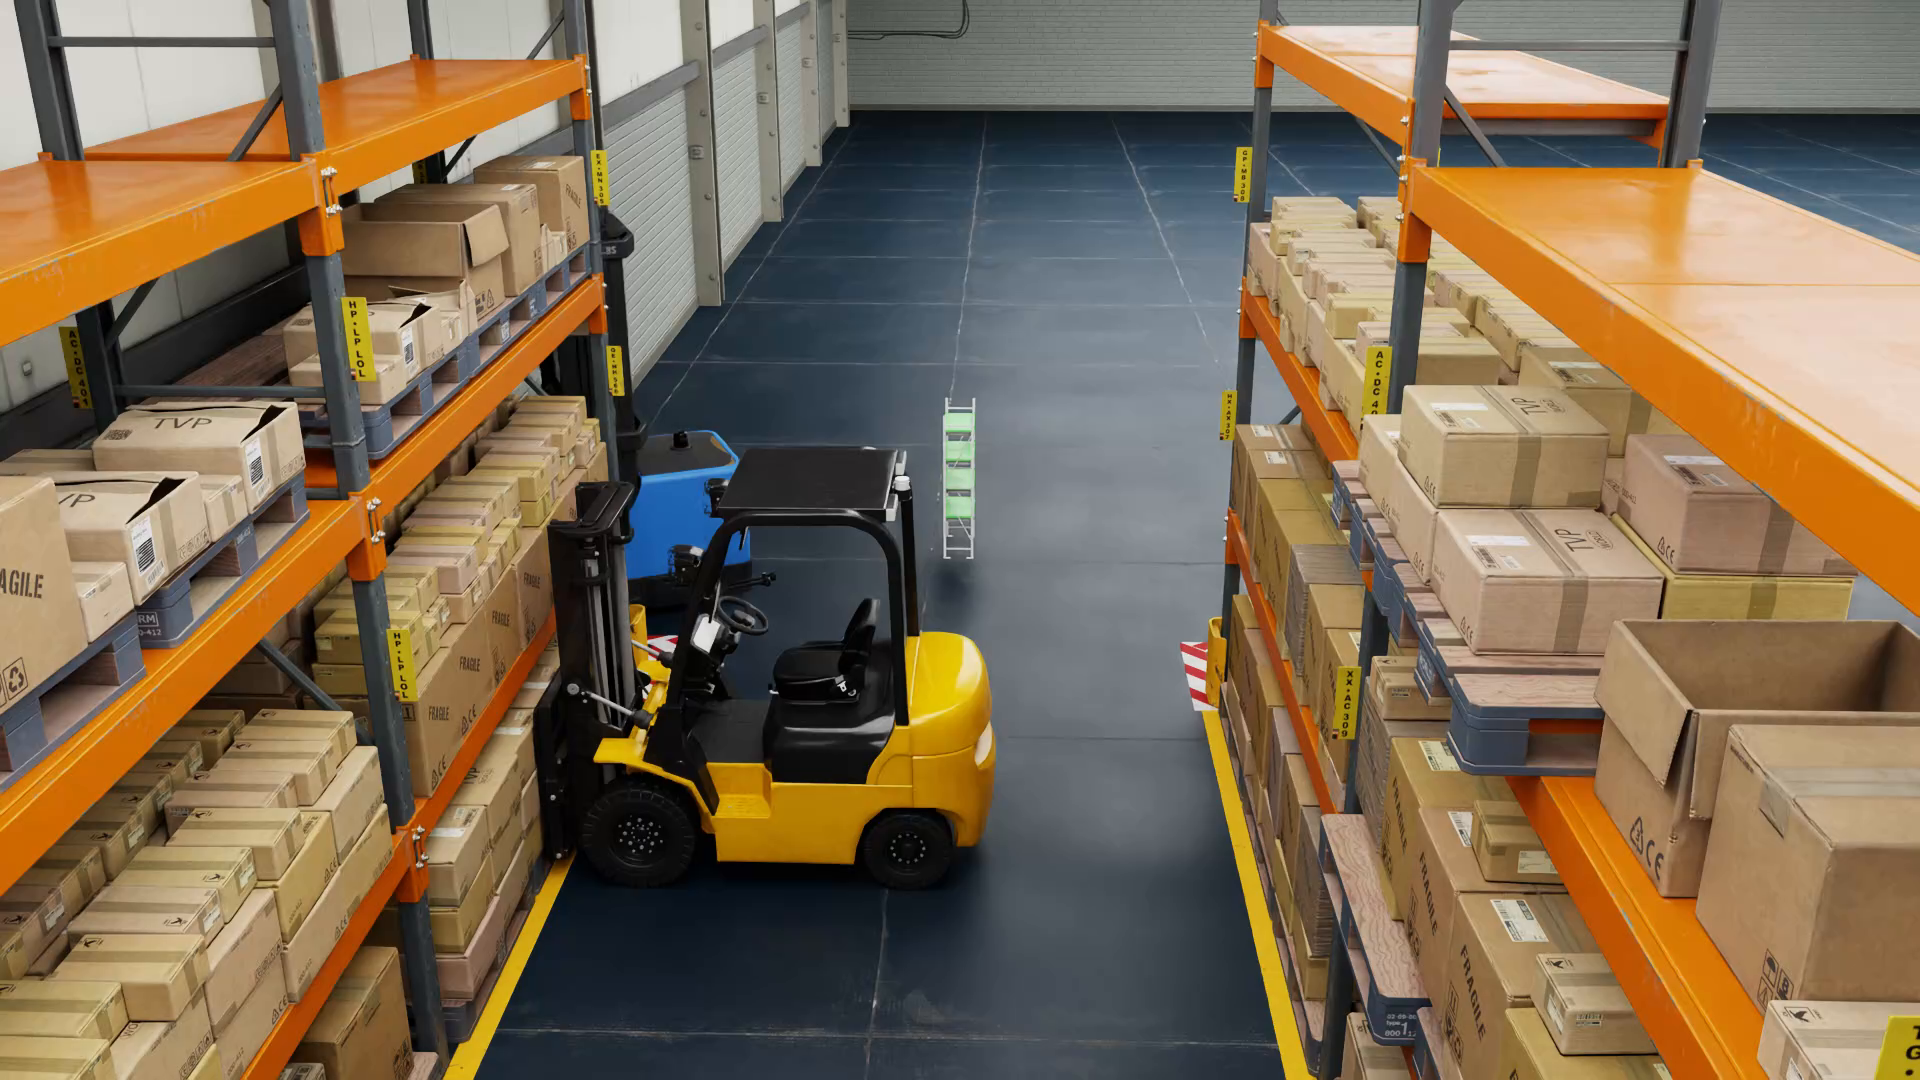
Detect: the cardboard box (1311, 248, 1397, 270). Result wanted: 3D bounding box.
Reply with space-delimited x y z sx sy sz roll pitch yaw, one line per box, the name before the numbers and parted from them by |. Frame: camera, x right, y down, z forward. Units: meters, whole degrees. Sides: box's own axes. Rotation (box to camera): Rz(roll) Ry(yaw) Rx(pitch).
cardboard box | 1.948 -1.352 8.258 0.380 0.149 0.250 1 21 3

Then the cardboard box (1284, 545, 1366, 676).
cardboard box | 1.904 0.349 8.228 0.500 0.500 0.500 1 21 3

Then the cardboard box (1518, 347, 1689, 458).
cardboard box | 2.228 -0.475 5.689 0.500 0.250 0.500 1 21 3

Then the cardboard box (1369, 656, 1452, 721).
cardboard box | 1.751 0.554 6.221 0.380 0.149 0.250 1 21 1

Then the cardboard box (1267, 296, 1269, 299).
cardboard box | 1.987 -1.444 9.598 0.380 0.149 0.250 0 21 0

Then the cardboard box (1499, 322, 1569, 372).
cardboard box | 2.433 -0.786 6.801 0.380 0.149 0.250 1 21 3

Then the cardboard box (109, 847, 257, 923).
cardboard box | -2.627 1.167 5.633 0.380 0.149 0.250 0 21 0

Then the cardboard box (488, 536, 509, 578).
cardboard box | -2.503 0.094 8.398 0.380 0.149 0.250 0 21 0

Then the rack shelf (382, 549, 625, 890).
rack shelf | -2.782 0.630 9.046 1.077 0.370 4.000 1 21 2

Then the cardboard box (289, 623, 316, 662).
cardboard box | -3.117 0.459 7.458 0.380 0.149 0.250 0 21 0

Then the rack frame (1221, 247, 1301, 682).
rack frame | 2.240 -0.375 10.642 1.000 3.000 0.127 1 21 2

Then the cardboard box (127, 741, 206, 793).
cardboard box | -3.129 0.890 6.347 0.380 0.149 0.250 0 21 0

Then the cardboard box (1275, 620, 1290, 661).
cardboard box | 1.861 0.516 8.694 0.380 0.149 0.250 1 21 2

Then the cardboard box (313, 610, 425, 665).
cardboard box | -2.537 0.418 7.151 0.380 0.149 0.250 1 21 3

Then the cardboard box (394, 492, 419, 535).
cardboard box | -3.025 -0.142 8.596 0.380 0.149 0.250 1 21 3

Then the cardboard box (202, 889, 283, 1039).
cardboard box | -2.632 1.406 5.568 0.500 0.250 0.500 1 21 3

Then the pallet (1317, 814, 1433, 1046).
pallet | 1.950 1.435 6.241 1.003 0.211 1.213 1 21 2

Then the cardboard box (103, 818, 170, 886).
cardboard box | -3.140 1.217 6.055 0.500 0.250 0.500 0 21 1

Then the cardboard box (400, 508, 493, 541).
cardboard box | -2.577 -0.048 8.354 0.380 0.149 0.250 1 21 1

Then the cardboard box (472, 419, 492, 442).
cardboard box | -2.980 -0.607 9.794 0.380 0.149 0.250 1 21 3

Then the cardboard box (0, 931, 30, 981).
cardboard box | -3.161 1.344 5.176 0.380 0.149 0.250 1 21 2

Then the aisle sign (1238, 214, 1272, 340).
aisle sign | 1.932 -1.613 10.239 0.394 0.787 0.004 1 21 2

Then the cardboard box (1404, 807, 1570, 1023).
cardboard box | 1.774 1.216 5.411 0.500 0.500 0.500 1 21 1

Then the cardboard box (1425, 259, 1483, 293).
cardboard box | 2.419 -1.255 8.009 0.380 0.149 0.250 1 21 3

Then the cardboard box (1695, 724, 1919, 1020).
cardboard box | 2.036 0.730 3.510 0.700 0.500 0.500 1 21 2

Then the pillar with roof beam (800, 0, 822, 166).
pillar with roof beam | 1.390 -11.614 31.313 9.100 9.000 0.400 1 21 2

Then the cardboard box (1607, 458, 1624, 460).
cardboard box | 2.246 -0.240 5.775 0.500 0.250 0.500 0 21 1

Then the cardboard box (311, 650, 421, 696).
cardboard box | -2.570 0.557 7.206 0.380 0.149 0.250 0 21 1

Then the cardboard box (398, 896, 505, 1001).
cardboard box | -2.497 1.933 7.915 0.500 0.250 0.500 1 21 2

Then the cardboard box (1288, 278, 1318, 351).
cardboard box | 1.908 -1.109 8.184 0.500 0.250 0.500 1 21 3

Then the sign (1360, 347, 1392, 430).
sign | 1.576 -0.571 6.287 0.100 0.325 0.005 1 21 2

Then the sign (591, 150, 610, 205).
sign | -2.179 -2.192 10.063 0.100 0.325 0.005 1 21 2

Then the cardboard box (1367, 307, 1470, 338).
cardboard box | 1.939 -0.887 7.059 0.380 0.149 0.250 1 21 3

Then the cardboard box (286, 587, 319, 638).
cardboard box | -3.086 0.321 7.402 0.380 0.149 0.250 0 21 0

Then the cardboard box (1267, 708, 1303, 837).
cardboard box | 1.897 1.222 8.709 0.500 0.500 0.500 2 21 4

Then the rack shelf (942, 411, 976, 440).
rack shelf | -0.005 -0.887 13.300 0.258 0.148 0.480 1 21 2

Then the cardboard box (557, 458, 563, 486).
cardboard box | -2.518 -0.374 9.603 0.380 0.149 0.250 0 21 1

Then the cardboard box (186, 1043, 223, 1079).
cardboard box | -2.660 1.821 5.190 0.500 0.250 0.500 1 21 3

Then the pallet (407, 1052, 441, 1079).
pallet | -2.826 2.585 6.869 1.003 0.211 1.213 1 21 2

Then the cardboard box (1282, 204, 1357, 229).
cardboard box | 2.034 -1.811 9.440 0.380 0.149 0.250 1 21 1

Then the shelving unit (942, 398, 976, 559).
shelving unit | -0.005 -0.500 13.451 0.258 1.200 0.503 1 21 2

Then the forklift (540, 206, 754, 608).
forklift | -3.144 -0.886 12.053 3.031 2.935 1.130 -8 23 -20

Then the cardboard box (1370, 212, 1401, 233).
cardboard box | 2.490 -1.717 9.200 0.380 0.149 0.250 0 21 1

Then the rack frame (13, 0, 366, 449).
rack frame | -2.843 -1.779 5.967 1.000 3.000 0.127 1 21 2

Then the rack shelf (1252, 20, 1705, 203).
rack shelf | 2.180 -2.112 7.824 1.077 0.370 4.000 1 21 2

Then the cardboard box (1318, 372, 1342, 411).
cardboard box | 1.869 -0.699 7.679 0.380 0.149 0.250 1 21 3

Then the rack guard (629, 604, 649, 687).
rack guard | -2.720 0.728 11.254 1.175 0.500 0.348 1 21 2

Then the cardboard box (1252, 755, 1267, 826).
cardboard box | 1.912 1.382 9.336 0.500 0.250 0.500 2 21 5

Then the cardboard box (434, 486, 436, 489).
cardboard box | -3.101 -0.193 9.139 0.380 0.149 0.250 1 21 3

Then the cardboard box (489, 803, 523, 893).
cardboard box | -2.506 1.517 8.295 0.500 0.250 0.500 1 21 1

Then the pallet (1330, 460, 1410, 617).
pallet | 1.993 -0.018 5.834 1.213 0.211 1.003 1 21 2

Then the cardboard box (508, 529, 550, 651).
cardboard box | -2.518 0.261 8.866 0.500 0.500 0.500 1 21 2

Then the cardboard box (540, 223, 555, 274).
cardboard box | -2.451 -1.612 9.150 0.396 0.266 0.258 1 21 2

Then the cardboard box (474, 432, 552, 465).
cardboard box | -2.561 -0.511 9.545 0.380 0.149 0.250 1 21 2

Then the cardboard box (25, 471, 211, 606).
cardboard box | -2.645 -0.039 5.035 0.500 0.311 0.500 0 21 0

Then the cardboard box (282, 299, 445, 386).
cardboard box | -2.574 -0.879 7.200 0.500 0.311 0.500 1 21 3

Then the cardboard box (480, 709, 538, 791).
cardboard box | -2.485 1.102 8.675 0.500 0.250 0.500 1 21 3
